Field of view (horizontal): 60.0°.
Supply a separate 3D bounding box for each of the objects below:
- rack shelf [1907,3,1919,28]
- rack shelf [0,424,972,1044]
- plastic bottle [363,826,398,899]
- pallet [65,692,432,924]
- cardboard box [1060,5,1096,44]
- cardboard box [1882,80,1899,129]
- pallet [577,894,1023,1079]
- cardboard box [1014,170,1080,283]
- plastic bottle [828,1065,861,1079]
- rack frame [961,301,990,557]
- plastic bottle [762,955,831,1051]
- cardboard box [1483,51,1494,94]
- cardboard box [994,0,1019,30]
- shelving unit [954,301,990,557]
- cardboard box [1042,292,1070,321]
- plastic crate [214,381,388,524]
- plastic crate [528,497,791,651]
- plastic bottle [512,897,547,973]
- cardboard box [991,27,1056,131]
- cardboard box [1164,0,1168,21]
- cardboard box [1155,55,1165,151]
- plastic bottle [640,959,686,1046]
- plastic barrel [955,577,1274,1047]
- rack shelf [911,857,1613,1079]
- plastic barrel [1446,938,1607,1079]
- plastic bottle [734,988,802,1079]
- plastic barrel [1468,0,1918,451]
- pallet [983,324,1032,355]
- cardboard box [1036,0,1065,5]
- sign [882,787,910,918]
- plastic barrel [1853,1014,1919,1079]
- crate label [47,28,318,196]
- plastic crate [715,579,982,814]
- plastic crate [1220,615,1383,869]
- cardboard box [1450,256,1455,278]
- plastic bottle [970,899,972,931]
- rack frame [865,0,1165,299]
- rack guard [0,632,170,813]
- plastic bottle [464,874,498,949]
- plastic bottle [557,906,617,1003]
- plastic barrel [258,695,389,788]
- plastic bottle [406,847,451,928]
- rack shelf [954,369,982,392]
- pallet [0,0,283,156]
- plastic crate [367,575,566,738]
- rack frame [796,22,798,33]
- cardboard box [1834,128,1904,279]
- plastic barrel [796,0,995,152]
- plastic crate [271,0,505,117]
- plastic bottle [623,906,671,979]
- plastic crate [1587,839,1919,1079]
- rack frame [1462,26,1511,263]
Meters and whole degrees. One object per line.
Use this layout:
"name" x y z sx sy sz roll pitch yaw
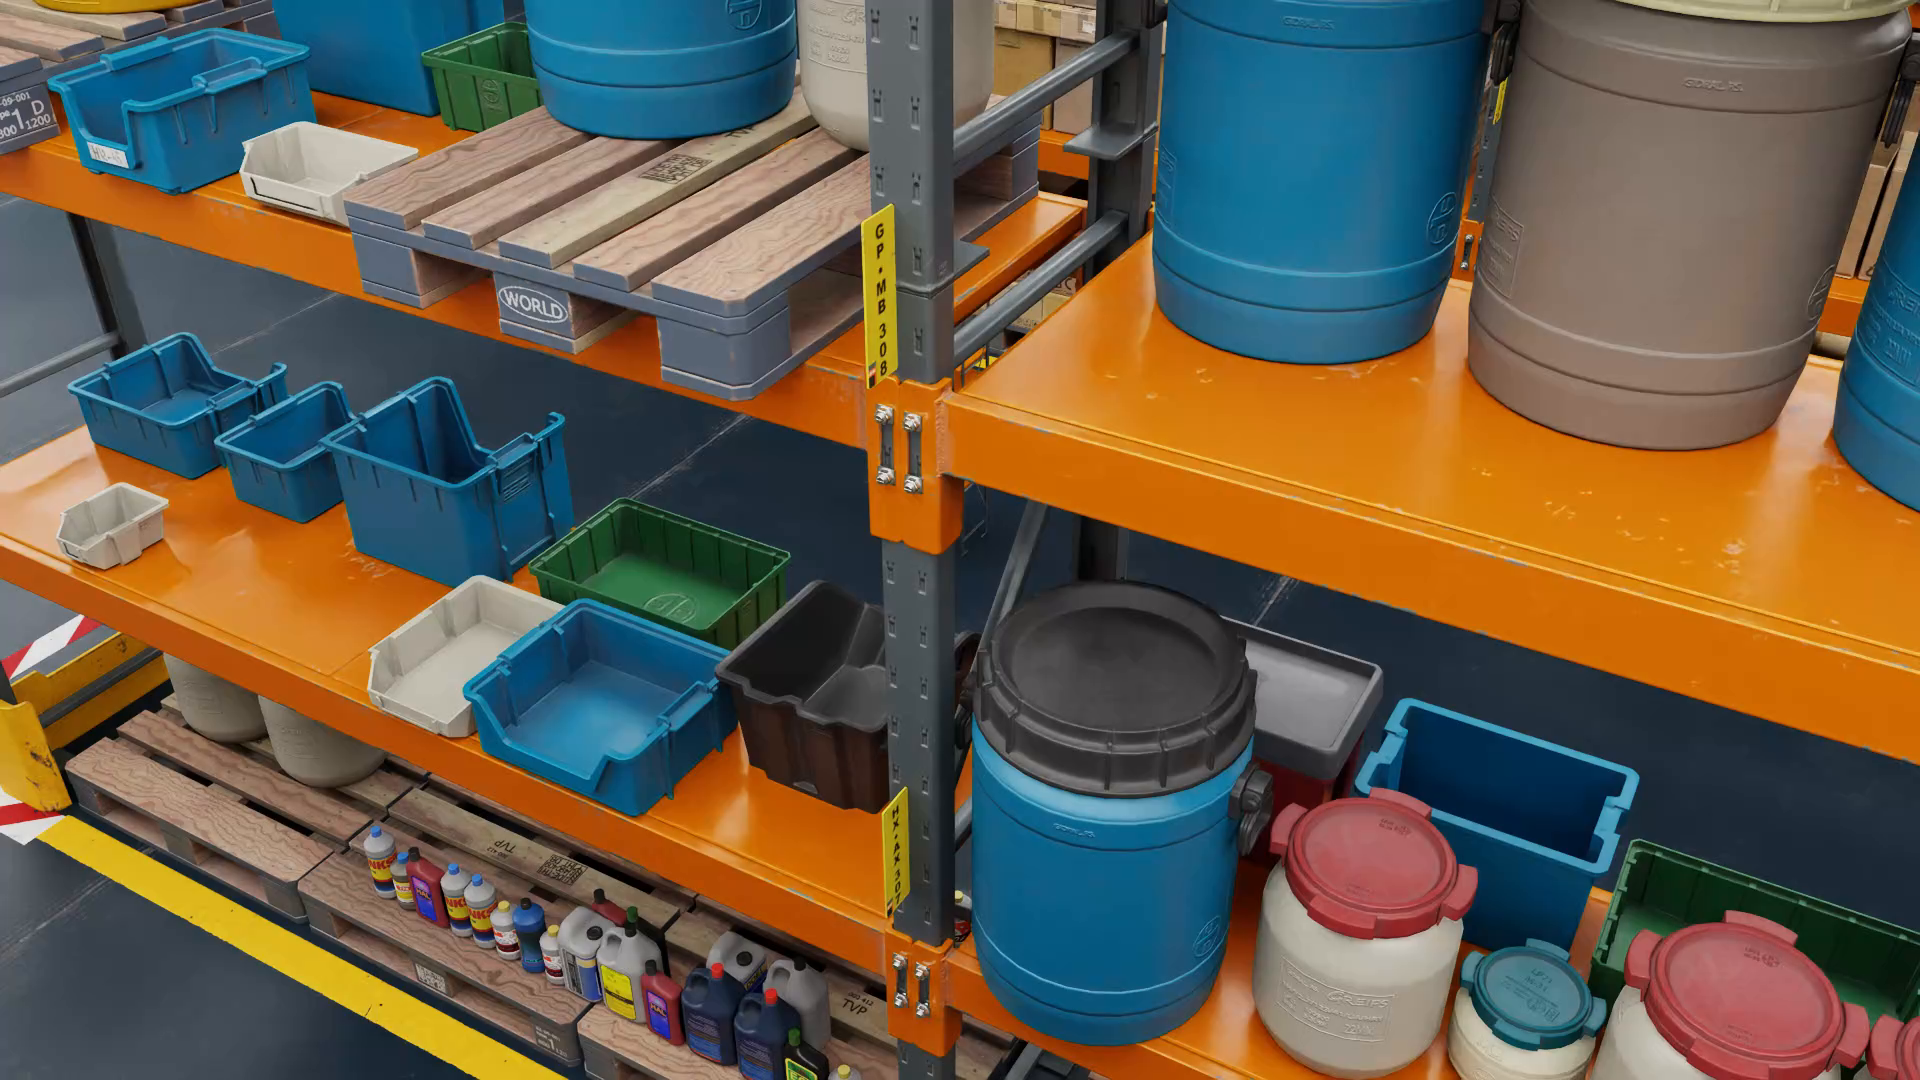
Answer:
"rack shelf" 6.792 -3.360 10.739 4.000 0.370 1.077 18 37 24
"rack shelf" -1.597 0.307 5.231 4.000 0.370 1.077 18 37 24
"plastic bottle" -1.914 1.059 5.518 0.097 0.271 0.097 0 34 0
"pallet" -2.541 0.843 6.294 1.213 0.211 1.003 18 37 24
"cardboard box" 0.696 -2.602 8.275 0.250 0.149 0.380 18 38 25
"cardboard box" 6.176 -3.040 11.467 0.500 0.500 0.700 17 37 23
"pallet" -0.423 1.514 5.286 1.213 0.211 1.003 18 37 24
"cardboard box" 0.359 -1.745 9.089 0.500 0.500 0.500 18 37 24
"plastic bottle" -0.330 1.590 4.784 0.097 0.201 0.097 0 34 0
"rack frame" 0.067 -0.478 7.386 0.006 1.200 0.240 18 37 24
"plastic bottle" -0.491 1.370 4.980 0.185 0.351 0.144 18 37 24
"cardboard box" 2.258 -2.108 7.534 0.250 0.149 0.380 18 37 24
"cardboard box" 0.259 -2.742 8.485 0.250 0.149 0.380 16 37 23
"shelving unit" -0.013 -0.503 7.423 0.189 1.200 0.258 18 37 24
"cardboard box" 0.785 -1.287 9.079 0.500 0.250 0.500 18 37 24
"plastic crate" -2.189 -0.305 5.636 0.408 0.251 0.499 18 37 24
"plastic crate" -0.899 0.137 5.029 0.662 0.188 0.450 18 37 24
"plastic bottle" -1.353 1.237 5.251 0.097 0.271 0.097 0 34 0
"cardboard box" 0.413 -2.550 8.783 0.500 0.500 0.700 18 38 25
"cardboard box" 1.338 -2.802 7.990 0.500 0.500 0.700 18 37 24
"cardboard box" 1.317 -2.267 8.358 0.500 0.500 0.700 18 38 25
"plastic bottle" -0.891 1.390 5.011 0.133 0.283 0.061 20 39 27
"plastic barrel" 0.325 0.601 3.688 0.708 0.901 0.600 18 37 24
"rack shelf" 1.876 1.407 3.579 4.000 0.370 1.077 18 37 24
"plastic barrel" 1.213 1.053 3.587 0.301 0.262 0.301 0 34 0
"plastic bottle" -0.562 1.439 4.876 0.185 0.351 0.144 17 37 23
"plastic barrel" 1.257 -0.684 2.912 0.600 0.901 0.600 0 34 0
"pallet" 0.868 -1.238 9.418 1.213 0.211 1.003 18 37 24
"cardboard box" 0.470 -3.077 8.404 0.500 0.500 0.700 18 38 25
"sign" -0.143 0.705 3.736 0.005 0.325 0.100 18 37 24
"plastic barrel" 1.874 1.191 3.133 0.433 0.535 0.433 0 34 0
"crate label" -1.872 -1.055 4.056 0.408 0.251 0.502 18 37 24
"plastic crate" -0.252 0.379 4.531 0.504 0.338 0.767 18 37 24
"plastic crate" 0.712 0.517 4.209 0.583 0.464 0.402 18 37 24
"cardboard box" 2.353 -1.445 8.639 0.500 0.500 0.500 18 37 24
"plastic bottle" 0.080 1.212 5.288 0.097 0.271 0.097 0 34 0
"rack frame" 0.140 -1.939 2.543 0.127 3.000 1.000 18 37 24
"rack guard" -3.244 0.497 6.553 0.348 0.500 1.175 18 37 24
"plastic bottle" -1.529 1.181 5.335 0.097 0.271 0.097 0 34 0
"plastic bottle" -1.149 1.282 5.179 0.135 0.276 0.152 18 38 25
"plastic barrel" -2.289 0.601 6.007 0.421 0.512 0.421 0 34 0
"plastic bottle" -1.726 1.125 5.408 0.133 0.283 0.061 18 38 25
"rack shelf" -0.013 -0.666 7.315 0.180 0.103 0.258 18 37 24
"pallet" -2.663 -1.437 4.666 1.213 0.211 1.003 18 37 24
"plastic crate" -1.396 0.343 4.766 0.437 0.136 0.530 18 37 24
"rack frame" -0.872 -2.925 9.436 0.127 3.000 1.000 18 37 24
"cardboard box" 3.717 -1.502 7.210 0.500 0.500 0.500 20 39 28
"plastic barrel" -0.137 -1.125 3.547 0.421 0.512 0.421 0 34 0
"plastic crate" -1.528 -1.404 4.461 0.575 0.384 0.392 18 37 24
"plastic bottle" -0.981 1.269 5.192 0.133 0.283 0.061 18 37 24
"plastic crate" 1.792 0.989 3.749 0.662 0.188 0.450 18 37 24
"rack frame" 2.601 -1.825 7.784 0.127 3.000 1.000 18 37 24
